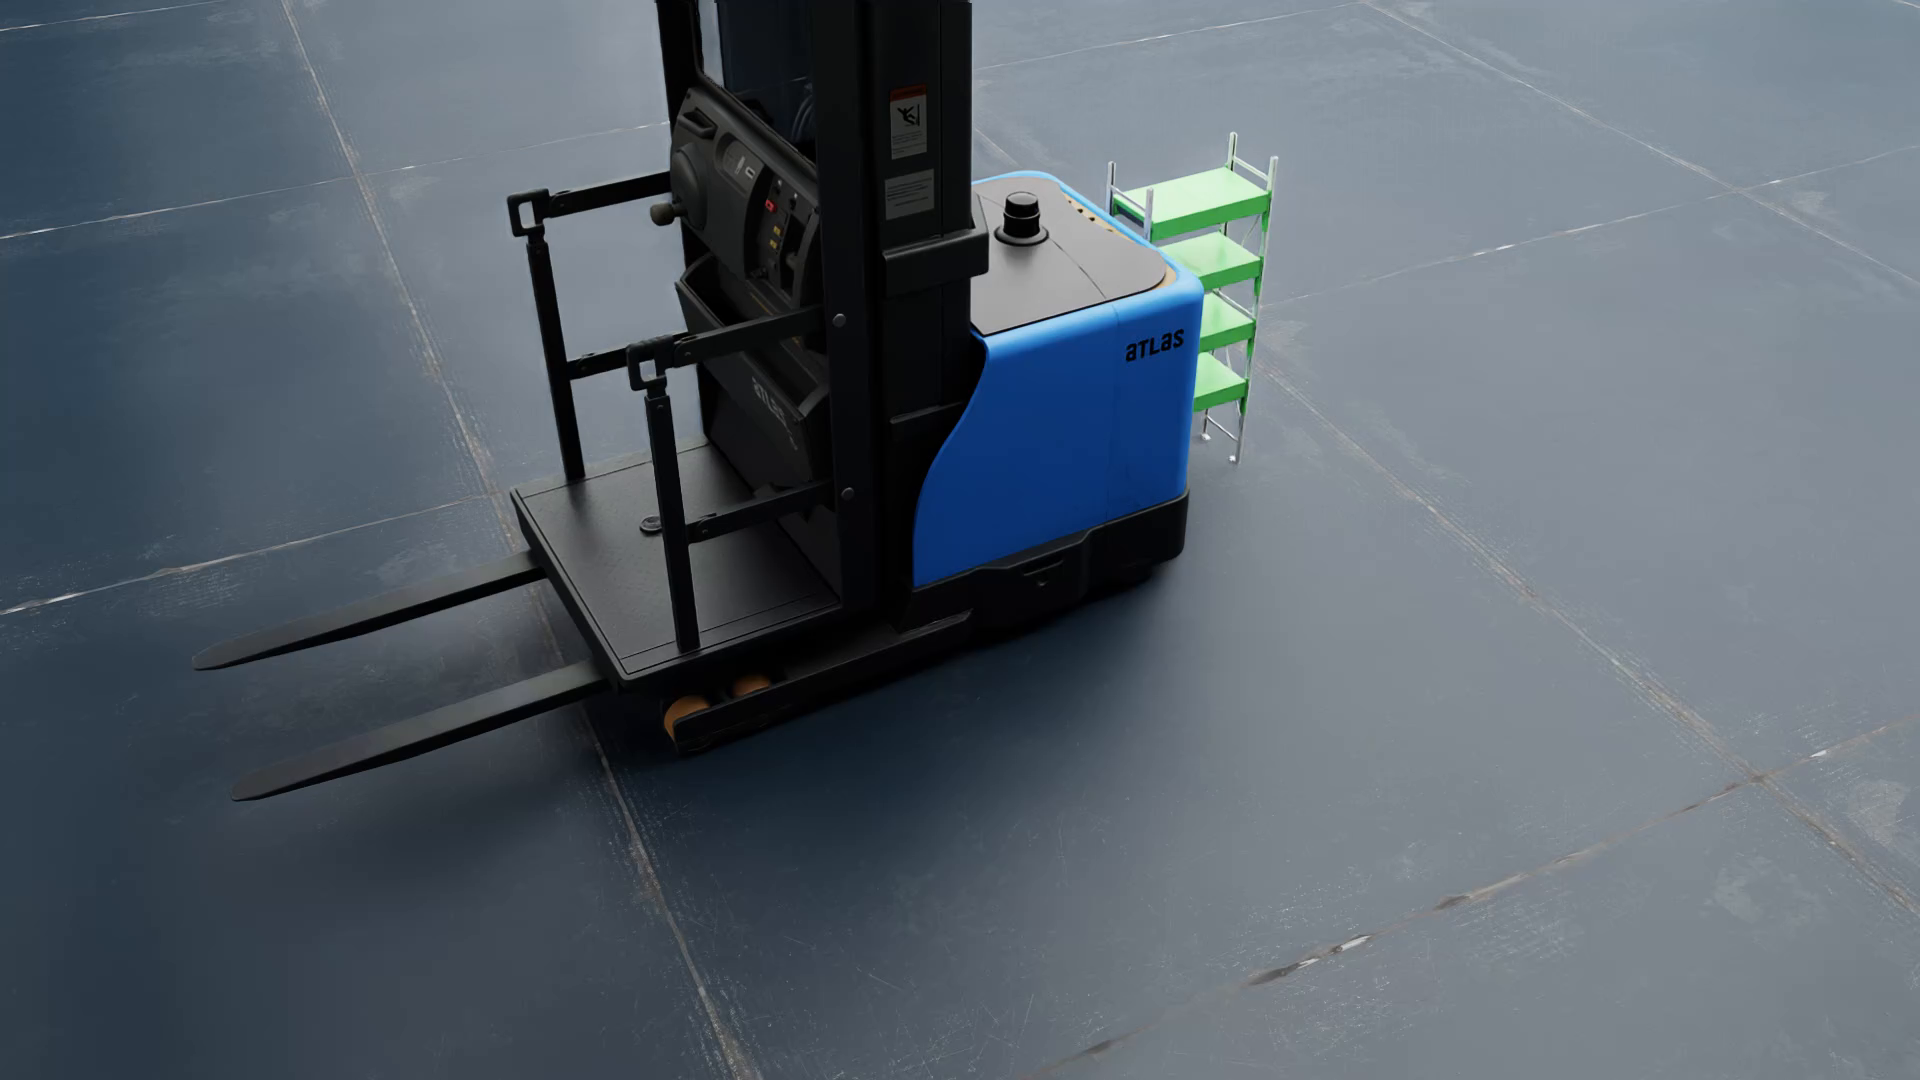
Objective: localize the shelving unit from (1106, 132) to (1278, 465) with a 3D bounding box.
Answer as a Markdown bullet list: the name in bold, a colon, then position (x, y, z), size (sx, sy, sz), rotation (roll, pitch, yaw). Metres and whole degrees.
- **shelving unit**: position (0.758, -0.752, 5.756), size (0.503, 1.200, 0.258), rotation (-18, 40, -23)

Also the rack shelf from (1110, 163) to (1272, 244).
- **rack shelf**: position (0.758, -1.086, 5.508), size (0.480, 0.148, 0.258), rotation (-18, 40, -23)

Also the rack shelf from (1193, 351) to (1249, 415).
- **rack shelf**: position (0.758, -0.508, 5.937), size (0.480, 0.148, 0.258), rotation (-18, 40, -23)

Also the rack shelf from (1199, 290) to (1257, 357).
- **rack shelf**: position (0.758, -0.700, 5.794), size (0.480, 0.148, 0.258), rotation (-18, 40, -23)

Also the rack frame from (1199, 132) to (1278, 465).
- **rack frame**: position (0.971, -0.823, 5.852), size (0.015, 1.200, 0.240), rotation (-18, 40, -23)

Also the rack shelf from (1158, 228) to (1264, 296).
- **rack shelf**: position (0.758, -0.893, 5.651), size (0.480, 0.148, 0.258), rotation (-18, 40, -23)

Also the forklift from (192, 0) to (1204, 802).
- **forklift**: position (-0.783, -0.916, 4.525), size (3.031, 2.935, 1.130), rotation (-18, 40, -23)

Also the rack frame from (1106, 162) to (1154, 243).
- **rack frame**: position (0.545, -0.681, 5.660), size (0.015, 1.200, 0.240), rotation (-18, 40, -23)
